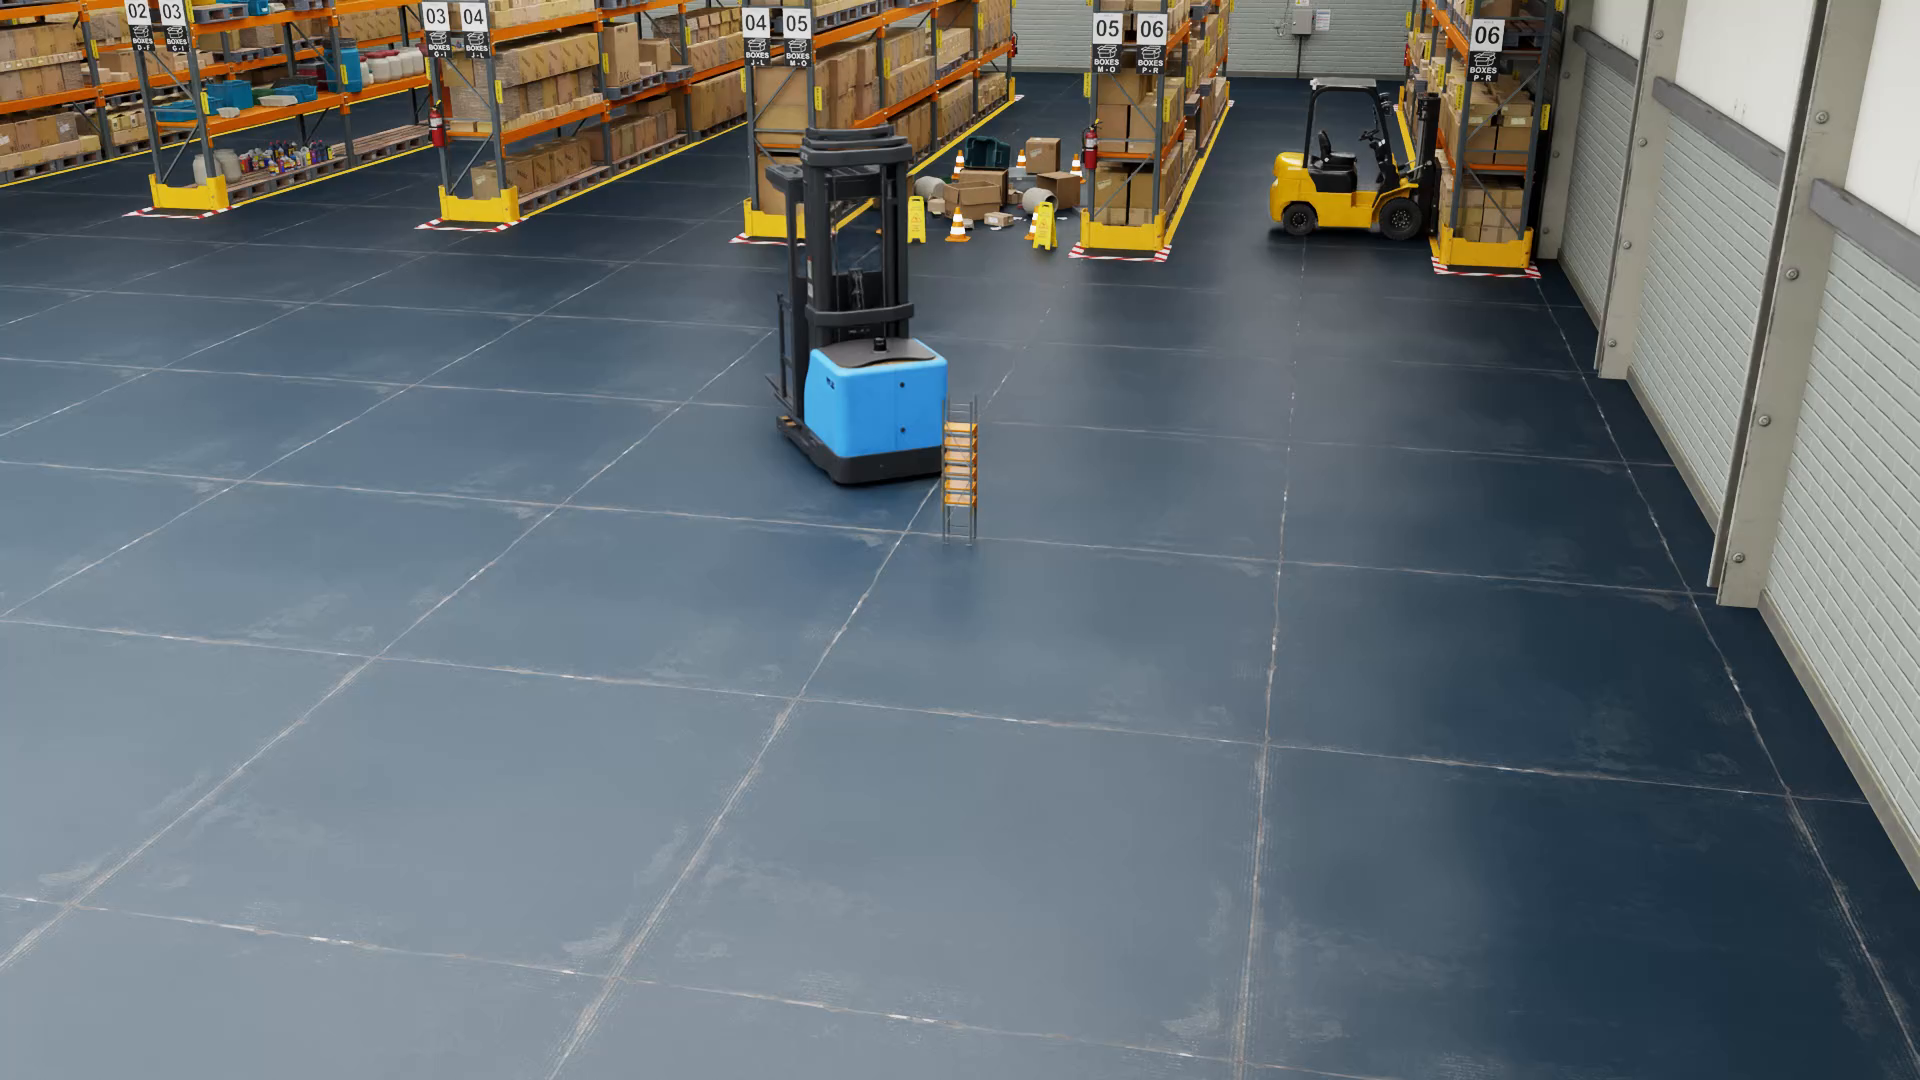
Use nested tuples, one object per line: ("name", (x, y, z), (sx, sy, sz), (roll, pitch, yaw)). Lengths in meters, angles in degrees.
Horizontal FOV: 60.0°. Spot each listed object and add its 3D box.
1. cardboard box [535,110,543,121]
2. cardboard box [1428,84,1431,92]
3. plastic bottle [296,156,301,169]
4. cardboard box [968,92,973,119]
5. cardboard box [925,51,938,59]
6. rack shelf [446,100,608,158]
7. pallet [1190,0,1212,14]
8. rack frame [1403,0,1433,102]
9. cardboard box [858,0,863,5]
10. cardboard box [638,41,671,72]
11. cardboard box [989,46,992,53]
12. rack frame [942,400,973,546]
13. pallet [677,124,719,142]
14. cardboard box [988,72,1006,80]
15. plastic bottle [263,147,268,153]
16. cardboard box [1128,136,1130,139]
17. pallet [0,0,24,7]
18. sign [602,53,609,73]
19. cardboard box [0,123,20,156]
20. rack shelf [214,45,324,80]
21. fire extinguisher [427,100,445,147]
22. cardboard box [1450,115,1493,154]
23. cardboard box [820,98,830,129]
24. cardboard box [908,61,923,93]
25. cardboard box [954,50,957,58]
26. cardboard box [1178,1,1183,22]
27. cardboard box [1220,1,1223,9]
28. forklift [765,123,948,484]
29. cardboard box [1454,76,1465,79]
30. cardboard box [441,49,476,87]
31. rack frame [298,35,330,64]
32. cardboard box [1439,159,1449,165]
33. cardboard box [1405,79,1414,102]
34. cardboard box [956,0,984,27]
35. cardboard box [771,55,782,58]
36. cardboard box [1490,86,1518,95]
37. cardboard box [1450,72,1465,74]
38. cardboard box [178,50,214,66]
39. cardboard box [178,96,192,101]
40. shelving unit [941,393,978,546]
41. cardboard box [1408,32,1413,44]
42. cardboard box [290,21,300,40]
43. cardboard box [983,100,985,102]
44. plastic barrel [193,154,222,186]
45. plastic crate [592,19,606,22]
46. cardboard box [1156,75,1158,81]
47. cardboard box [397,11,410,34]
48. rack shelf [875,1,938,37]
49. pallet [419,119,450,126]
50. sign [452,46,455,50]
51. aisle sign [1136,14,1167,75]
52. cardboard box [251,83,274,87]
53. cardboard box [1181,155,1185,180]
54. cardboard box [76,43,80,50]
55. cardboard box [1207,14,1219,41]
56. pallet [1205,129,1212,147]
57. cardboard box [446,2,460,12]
("cardboard box", (-6.860, -6.739, 26.407), (0.380, 0.149, 0.250), (4, 22, 11))
("cardboard box", (8.357, -7.708, 28.679), (0.500, 0.250, 0.500), (4, 22, 10))
("plastic bottle", (-11.421, -6.508, 28.655), (0.097, 0.201, 0.097), (0, 22, 0))
("cardboard box", (-0.020, -9.031, 34.546), (0.500, 0.500, 0.500), (4, 22, 10))
("cardboard box", (-0.637, -9.200, 31.558), (0.380, 0.149, 0.250), (5, 23, 13))
("rack shelf", (-6.992, -6.710, 26.961), (1.077, 0.370, 4.000), (4, 22, 11))
("pallet", (3.557, -8.921, 27.724), (1.213, 0.211, 1.003), (4, 22, 11))
("rack frame", (10.427, -11.031, 36.728), (1.000, 3.000, 0.127), (4, 22, 11))
("cardboard box", (-1.717, -8.347, 25.688), (0.380, 0.149, 0.250), (5, 22, 12))
("cardboard box", (-5.854, -9.066, 31.154), (0.700, 0.500, 0.500), (8, 23, 19))
("cardboard box", (0.483, -10.733, 36.324), (0.380, 0.149, 0.250), (5, 23, 13))
("rack frame", (-0.022, -0.518, 13.033), (0.240, 1.200, 0.006), (4, 22, 11))
("pallet", (-5.533, -8.227, 33.498), (1.003, 0.211, 1.213), (4, 22, 11))
("cardboard box", (0.840, -10.684, 38.323), (0.380, 0.149, 0.250), (5, 22, 12))
("plastic bottle", (-12.116, -6.706, 29.038), (0.061, 0.283, 0.133), (5, 23, 13))
("cardboard box", (2.398, -5.966, 24.487), (0.380, 0.149, 0.250), (5, 22, 12))
("pallet", (-16.680, -9.123, 28.093), (1.003, 0.211, 1.213), (4, 22, 11))
("sign", (-6.051, -8.138, 28.385), (0.100, 0.325, 0.005), (4, 22, 11))
("cardboard box", (-16.580, -6.882, 28.540), (0.500, 0.500, 0.500), (4, 22, 11))
("rack shelf", (-15.056, -10.392, 36.104), (1.077, 0.370, 4.000), (4, 22, 11))
("fire extinguisher", (-7.874, -6.269, 25.008), (0.296, 0.674, 0.183), (4, 22, 11))
("cardboard box", (7.120, -5.615, 23.146), (0.500, 0.500, 0.500), (5, 23, 13))
("cardboard box", (-2.442, -6.308, 24.801), (0.875, 0.550, 0.550), (4, 22, 11))
("cardboard box", (-0.966, -8.319, 29.859), (0.500, 0.500, 0.500), (4, 22, 10))
("cardboard box", (-0.266, -9.727, 33.264), (0.380, 0.149, 0.250), (5, 23, 13))
("cardboard box", (2.982, -7.740, 24.344), (0.500, 0.250, 0.500), (5, 22, 12))
("cardboard box", (5.310, -11.225, 34.868), (0.380, 0.149, 0.250), (4, 22, 9))
("forklift", (-1.108, -2.363, 15.297), (1.130, 2.935, 3.031), (-9, 23, -20))
("cardboard box", (7.675, -6.930, 25.144), (0.380, 0.149, 0.250), (5, 22, 12))
("cardboard box", (-7.529, -7.180, 25.296), (0.500, 0.500, 0.500), (4, 22, 11))
("rack frame", (-14.648, -11.457, 37.786), (1.000, 3.000, 0.127), (4, 22, 11))
("cardboard box", (7.368, -5.503, 24.783), (0.500, 0.250, 0.500), (5, 23, 13))
("cardboard box", (10.209, -9.851, 36.578), (0.797, 0.503, 0.637), (4, 22, 9))
("cardboard box", (0.215, -11.080, 34.979), (0.500, 0.500, 0.500), (5, 22, 12))
("cardboard box", (-4.554, -10.474, 37.627), (0.875, 0.875, 0.875), (4, 22, 11))
("cardboard box", (7.834, -6.432, 23.907), (0.380, 0.149, 0.250), (5, 22, 12))
("cardboard box", (8.006, -7.510, 26.983), (0.380, 0.149, 0.250), (4, 22, 10))
("cardboard box", (-15.581, -9.823, 33.848), (0.500, 0.311, 0.500), (6, 23, 14))
("cardboard box", (-15.430, -8.773, 33.489), (0.500, 0.311, 0.500), (4, 22, 10))
("shelving unit", (-0.003, -0.551, 13.116), (0.258, 1.200, 0.189), (4, 22, 11))
("cardboard box", (10.070, -10.954, 36.339), (0.500, 0.250, 0.500), (5, 22, 11))
("cardboard box", (-15.042, -11.286, 36.664), (0.700, 0.500, 0.500), (8, 23, 19))
("cardboard box", (0.327, -9.459, 36.078), (0.380, 0.149, 0.250), (4, 22, 11))
("plastic barrel", (-12.189, -5.977, 26.946), (0.421, 0.512, 0.421), (0, 22, 0))
("plastic crate", (-8.869, -12.448, 40.120), (0.616, 0.435, 0.499), (4, 22, 11))
("cardboard box", (2.690, -7.338, 25.688), (0.700, 0.500, 0.500), (5, 22, 11))
("cardboard box", (-13.759, -12.592, 40.469), (0.500, 0.500, 0.500), (5, 22, 11))
("rack shelf", (-1.340, -9.149, 29.002), (1.077, 0.370, 4.000), (4, 22, 11))
("pallet", (-10.496, -8.613, 34.457), (1.003, 0.211, 1.213), (4, 22, 11))
("sign", (-10.076, -9.651, 33.084), (0.100, 0.325, 0.005), (4, 22, 11))
("aisle sign", (2.593, -6.716, 22.534), (0.394, 0.787, 0.004), (4, 22, 11))
("cardboard box", (-14.883, -9.558, 35.829), (0.500, 0.500, 0.500), (4, 22, 10))
("cardboard box", (3.223, -6.187, 27.656), (0.950, 0.372, 0.625), (5, 22, 12))
("cardboard box", (-19.718, -10.928, 36.781), (0.380, 0.149, 0.250), (5, 22, 11))
("cardboard box", (4.905, -10.273, 33.373), (0.500, 0.500, 0.500), (5, 23, 13))
("pallet", (4.420, -7.916, 32.726), (1.003, 0.211, 1.213), (4, 22, 11))
("cardboard box", (-7.648, -7.944, 24.715), (0.380, 0.149, 0.250), (4, 22, 11))
